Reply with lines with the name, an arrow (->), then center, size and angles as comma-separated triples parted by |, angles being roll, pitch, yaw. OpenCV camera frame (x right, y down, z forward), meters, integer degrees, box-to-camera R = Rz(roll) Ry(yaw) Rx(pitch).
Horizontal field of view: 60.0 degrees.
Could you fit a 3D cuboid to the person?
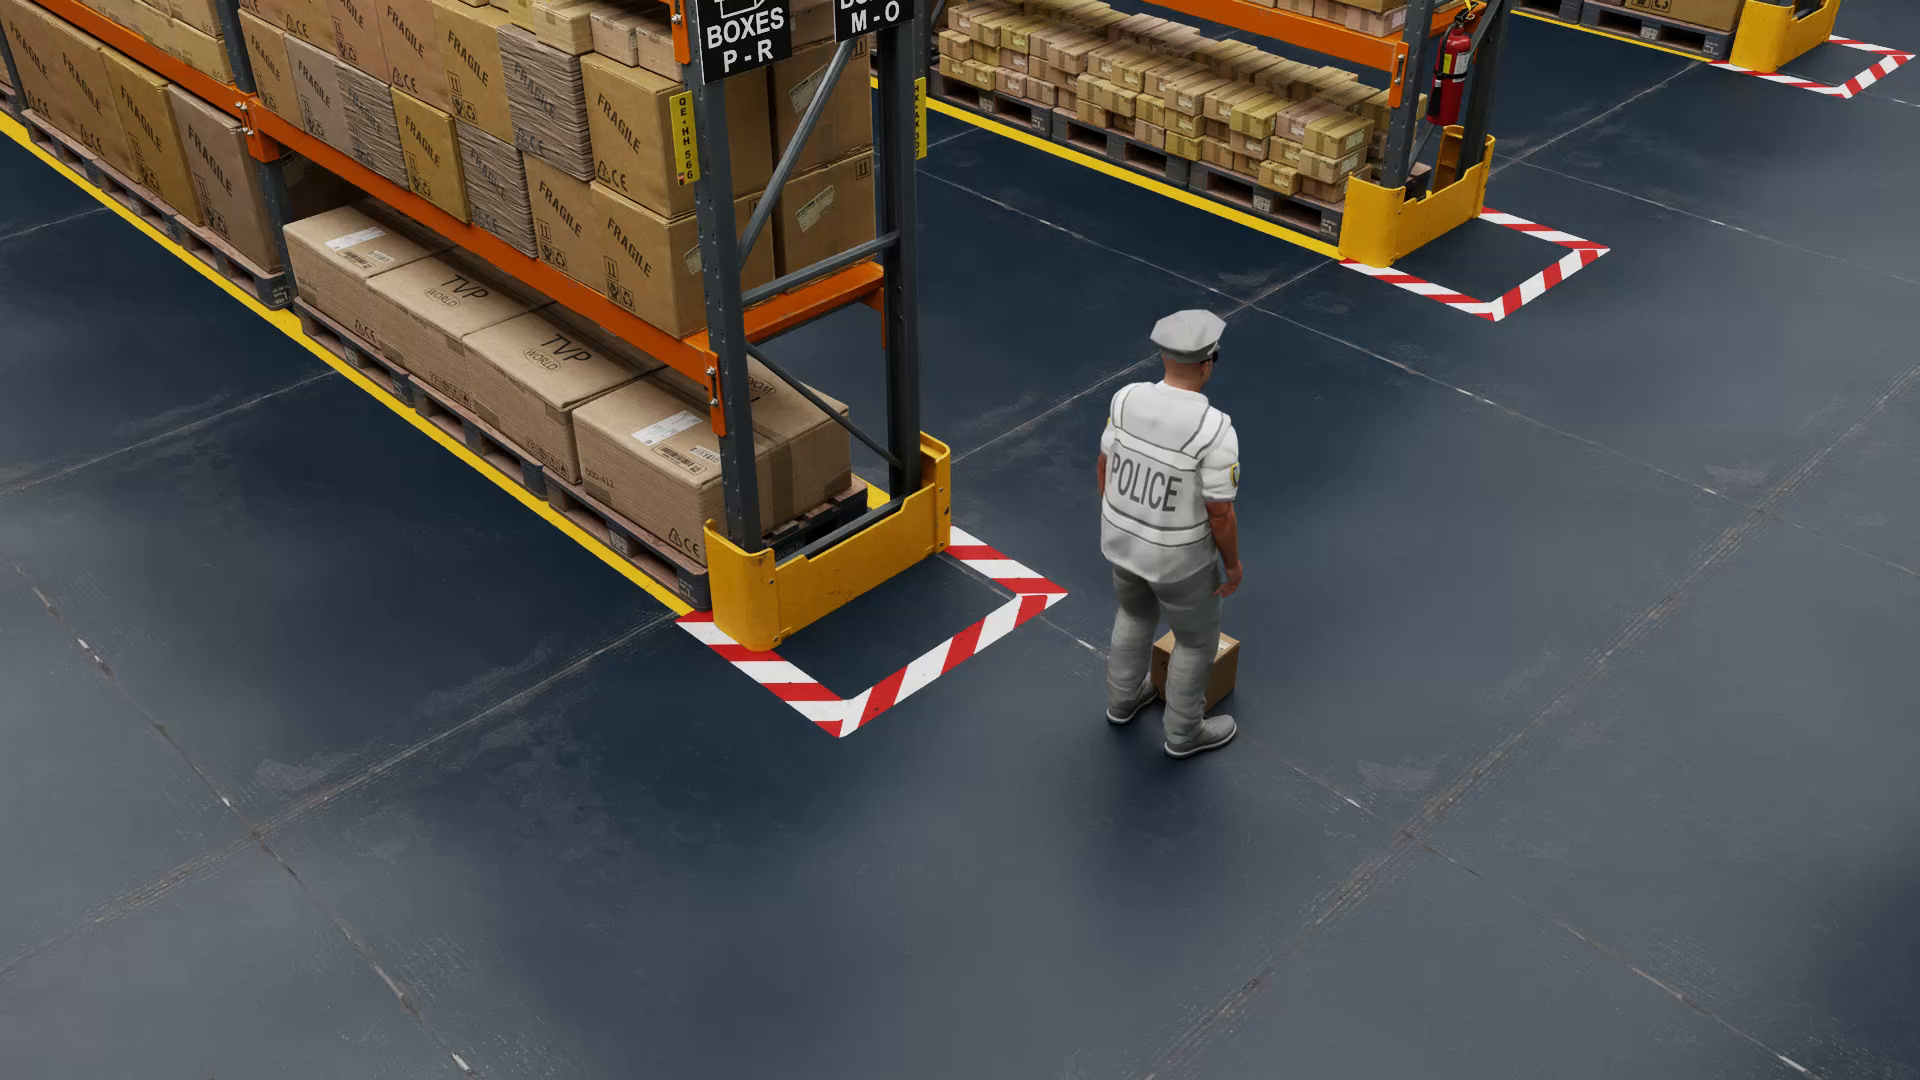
person -> 0.757, 0.013, 6.118 | 0.605, 1.751, 0.433 | 28, 44, 33
